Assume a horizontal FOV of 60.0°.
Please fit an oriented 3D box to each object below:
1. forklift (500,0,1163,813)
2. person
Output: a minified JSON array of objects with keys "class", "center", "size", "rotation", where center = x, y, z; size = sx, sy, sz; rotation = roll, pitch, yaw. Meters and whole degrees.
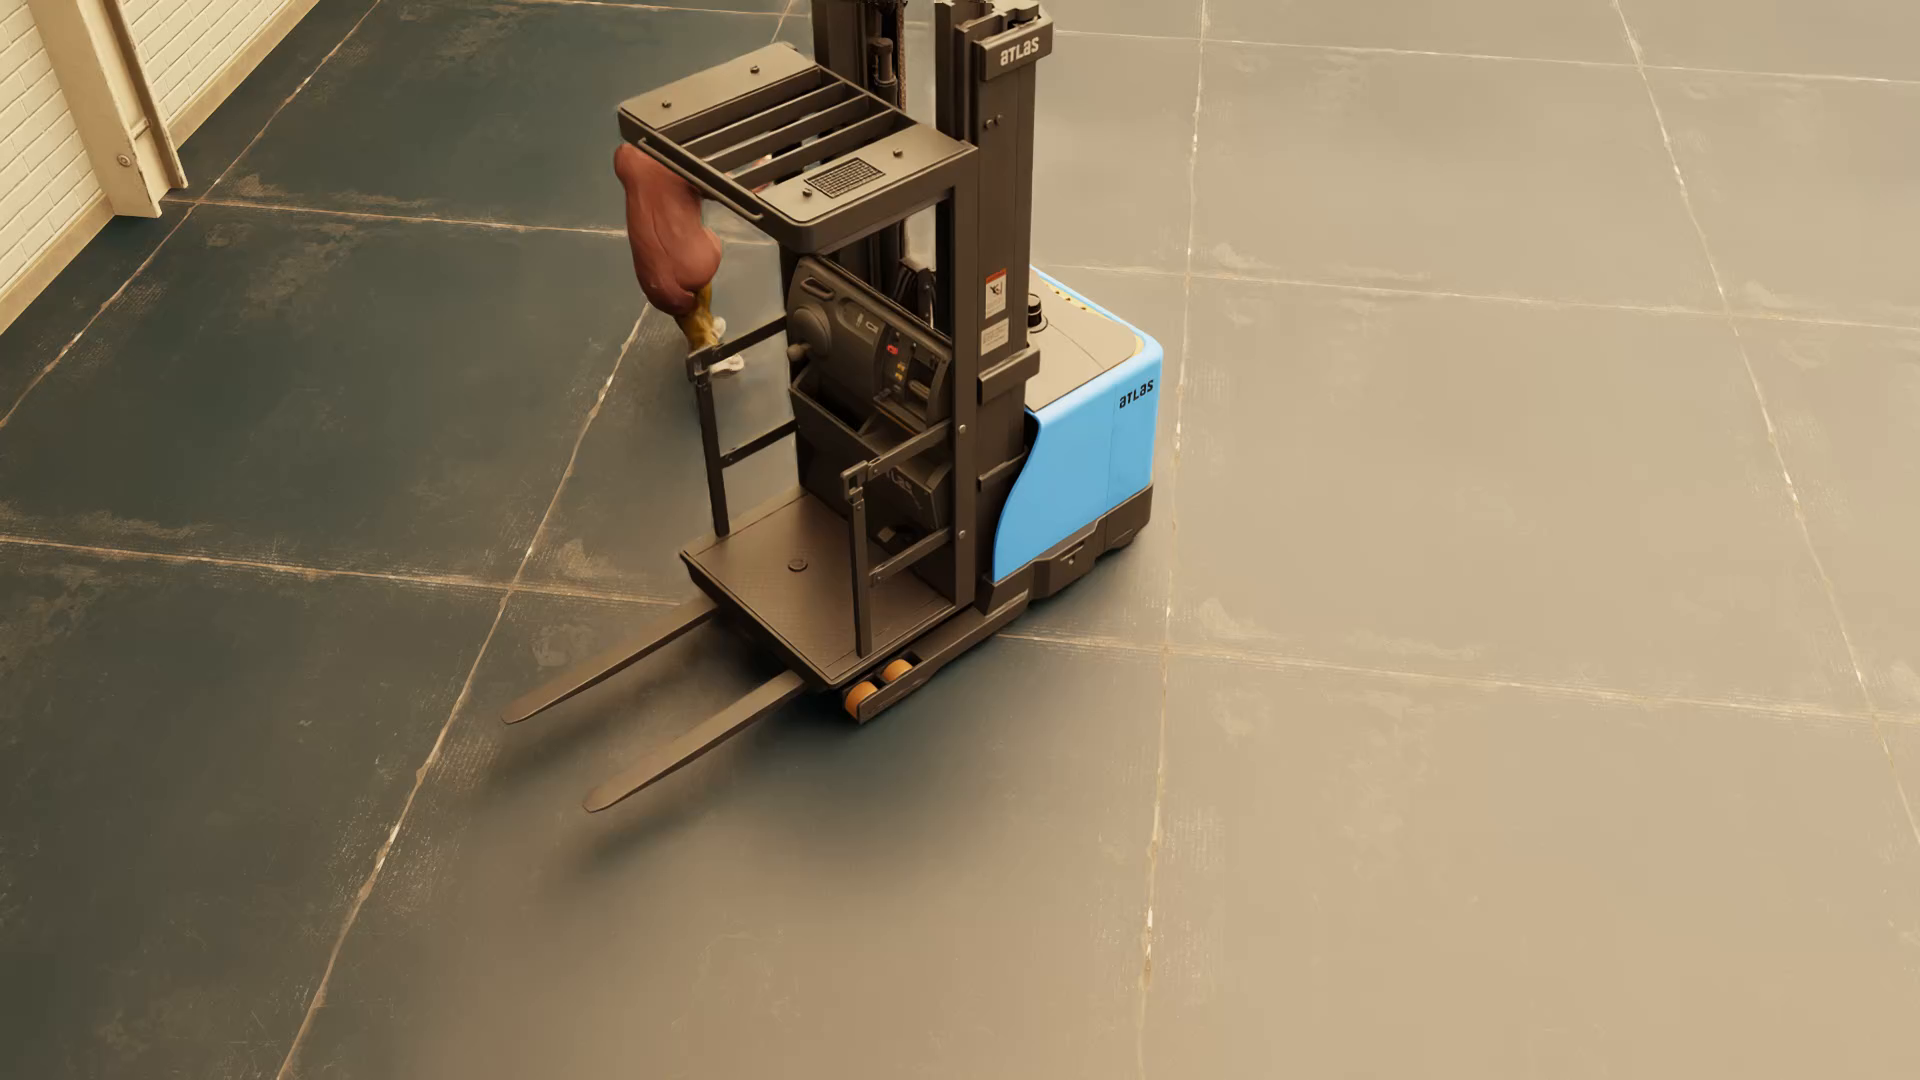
[{"class":"forklift","center":[-0.529,-0.715,6.502],"size":[3.031,2.935,1.130],"rotation":[-31,51,-30]},{"class":"person","center":[-1.294,-1.611,8.555],"size":[0.875,1.522,1.185],"rotation":[1,43,1]}]
